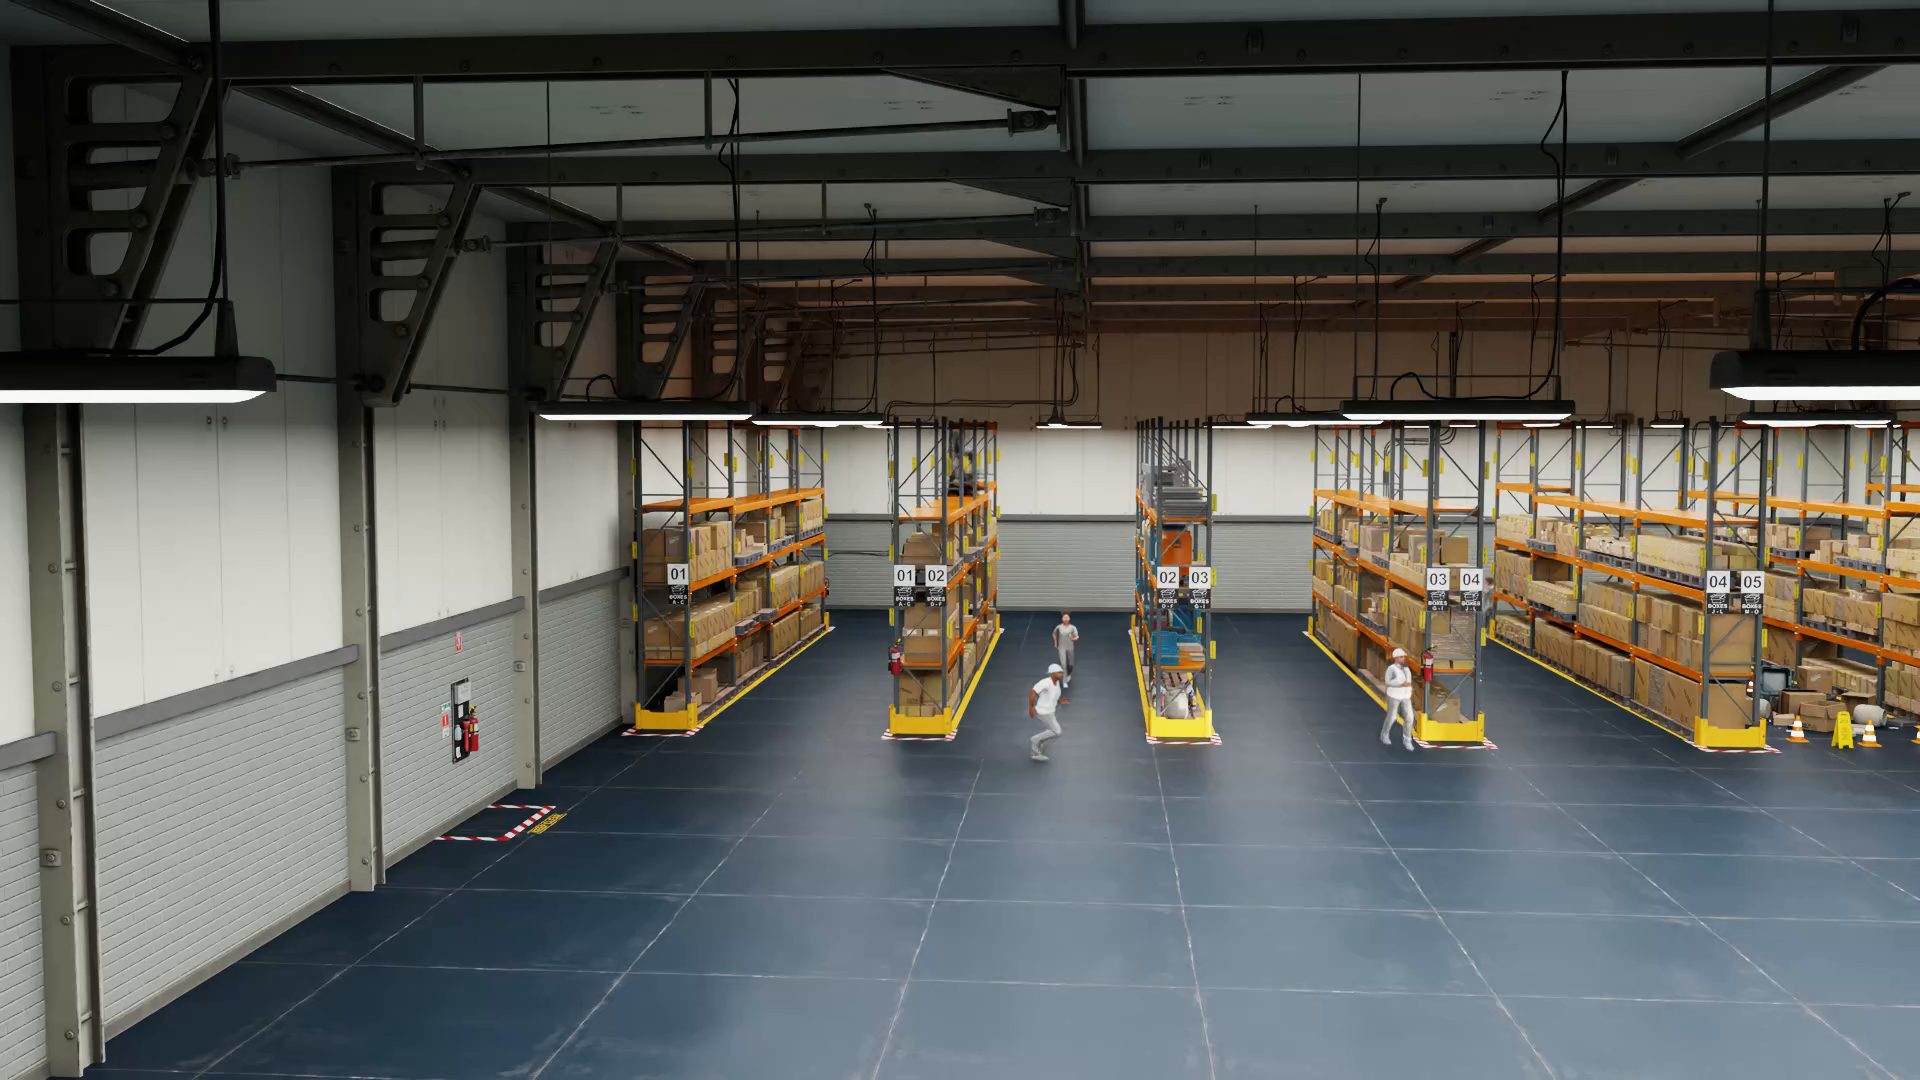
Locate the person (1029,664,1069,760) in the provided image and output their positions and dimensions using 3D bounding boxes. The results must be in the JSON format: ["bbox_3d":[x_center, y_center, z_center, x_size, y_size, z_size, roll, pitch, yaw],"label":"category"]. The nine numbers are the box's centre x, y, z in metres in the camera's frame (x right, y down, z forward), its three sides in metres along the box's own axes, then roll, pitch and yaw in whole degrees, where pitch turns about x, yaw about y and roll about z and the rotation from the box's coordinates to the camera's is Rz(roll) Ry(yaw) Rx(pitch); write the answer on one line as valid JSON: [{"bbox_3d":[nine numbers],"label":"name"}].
[{"bbox_3d":[1.559,2.982,28.828,0.671,1.676,0.661,1,4,20],"label":"person"}]

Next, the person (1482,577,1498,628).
[{"bbox_3d":[15.109,1.843,47.414,0.687,1.616,0.606,0,4,-4],"label":"person"}]

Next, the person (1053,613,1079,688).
[{"bbox_3d":[2.370,2.452,37.299,0.575,1.645,0.914,0,4,0],"label":"person"}]

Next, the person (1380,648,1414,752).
[{"bbox_3d":[7.922,2.867,30.034,0.654,1.824,0.743,-2,4,-23],"label":"person"}]
